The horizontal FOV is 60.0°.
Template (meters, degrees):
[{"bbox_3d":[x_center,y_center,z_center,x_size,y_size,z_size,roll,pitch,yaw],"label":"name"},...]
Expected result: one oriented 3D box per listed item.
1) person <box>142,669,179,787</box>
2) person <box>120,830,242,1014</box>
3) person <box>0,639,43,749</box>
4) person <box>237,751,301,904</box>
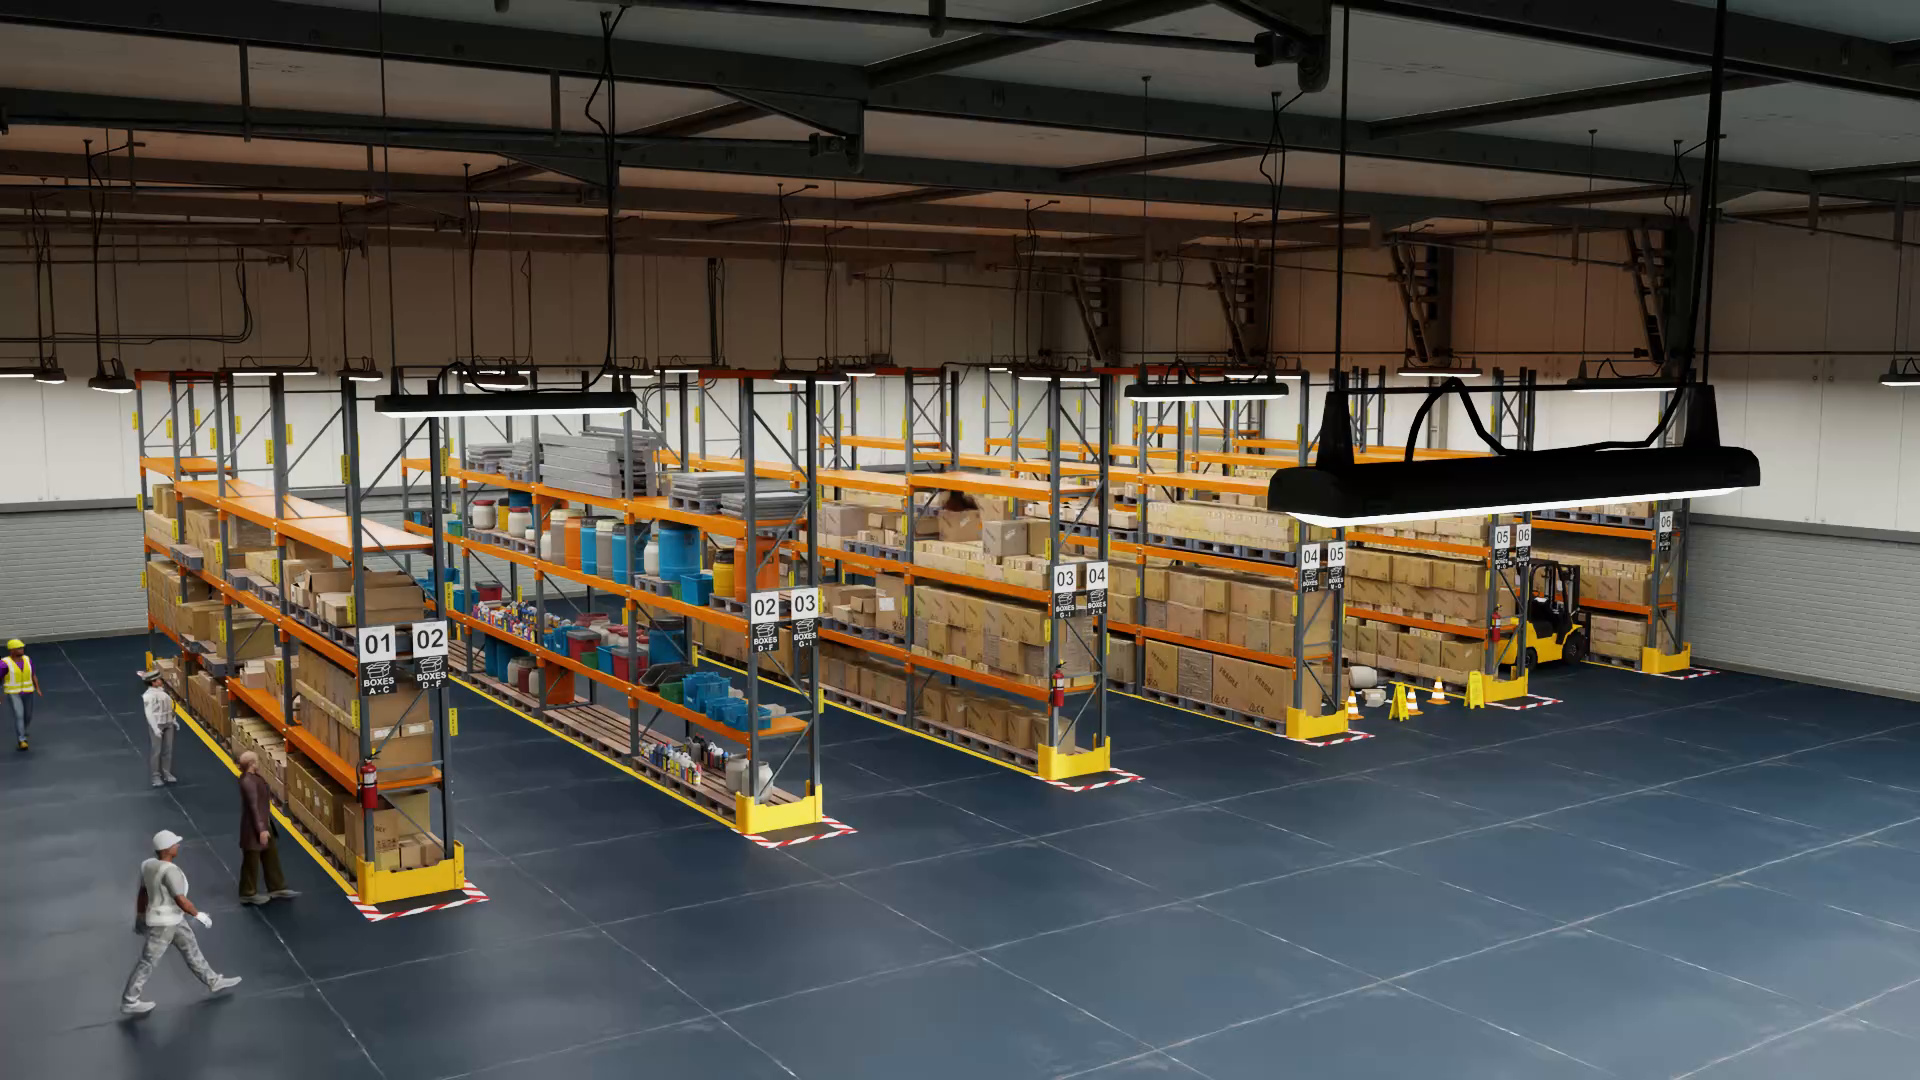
[{"bbox_3d":[-11.768,2.751,24.539,0.427,1.710,0.531,3,7,24],"label":"person"},{"bbox_3d":[-7.533,3.636,16.016,1.079,1.718,0.522,-3,7,-25],"label":"person"},{"bbox_3d":[-15.175,2.457,26.783,0.685,1.732,0.975,-6,9,-45],"label":"person"},{"bbox_3d":[-8.008,3.309,19.123,0.660,1.800,0.582,-1,7,-8],"label":"person"}]
